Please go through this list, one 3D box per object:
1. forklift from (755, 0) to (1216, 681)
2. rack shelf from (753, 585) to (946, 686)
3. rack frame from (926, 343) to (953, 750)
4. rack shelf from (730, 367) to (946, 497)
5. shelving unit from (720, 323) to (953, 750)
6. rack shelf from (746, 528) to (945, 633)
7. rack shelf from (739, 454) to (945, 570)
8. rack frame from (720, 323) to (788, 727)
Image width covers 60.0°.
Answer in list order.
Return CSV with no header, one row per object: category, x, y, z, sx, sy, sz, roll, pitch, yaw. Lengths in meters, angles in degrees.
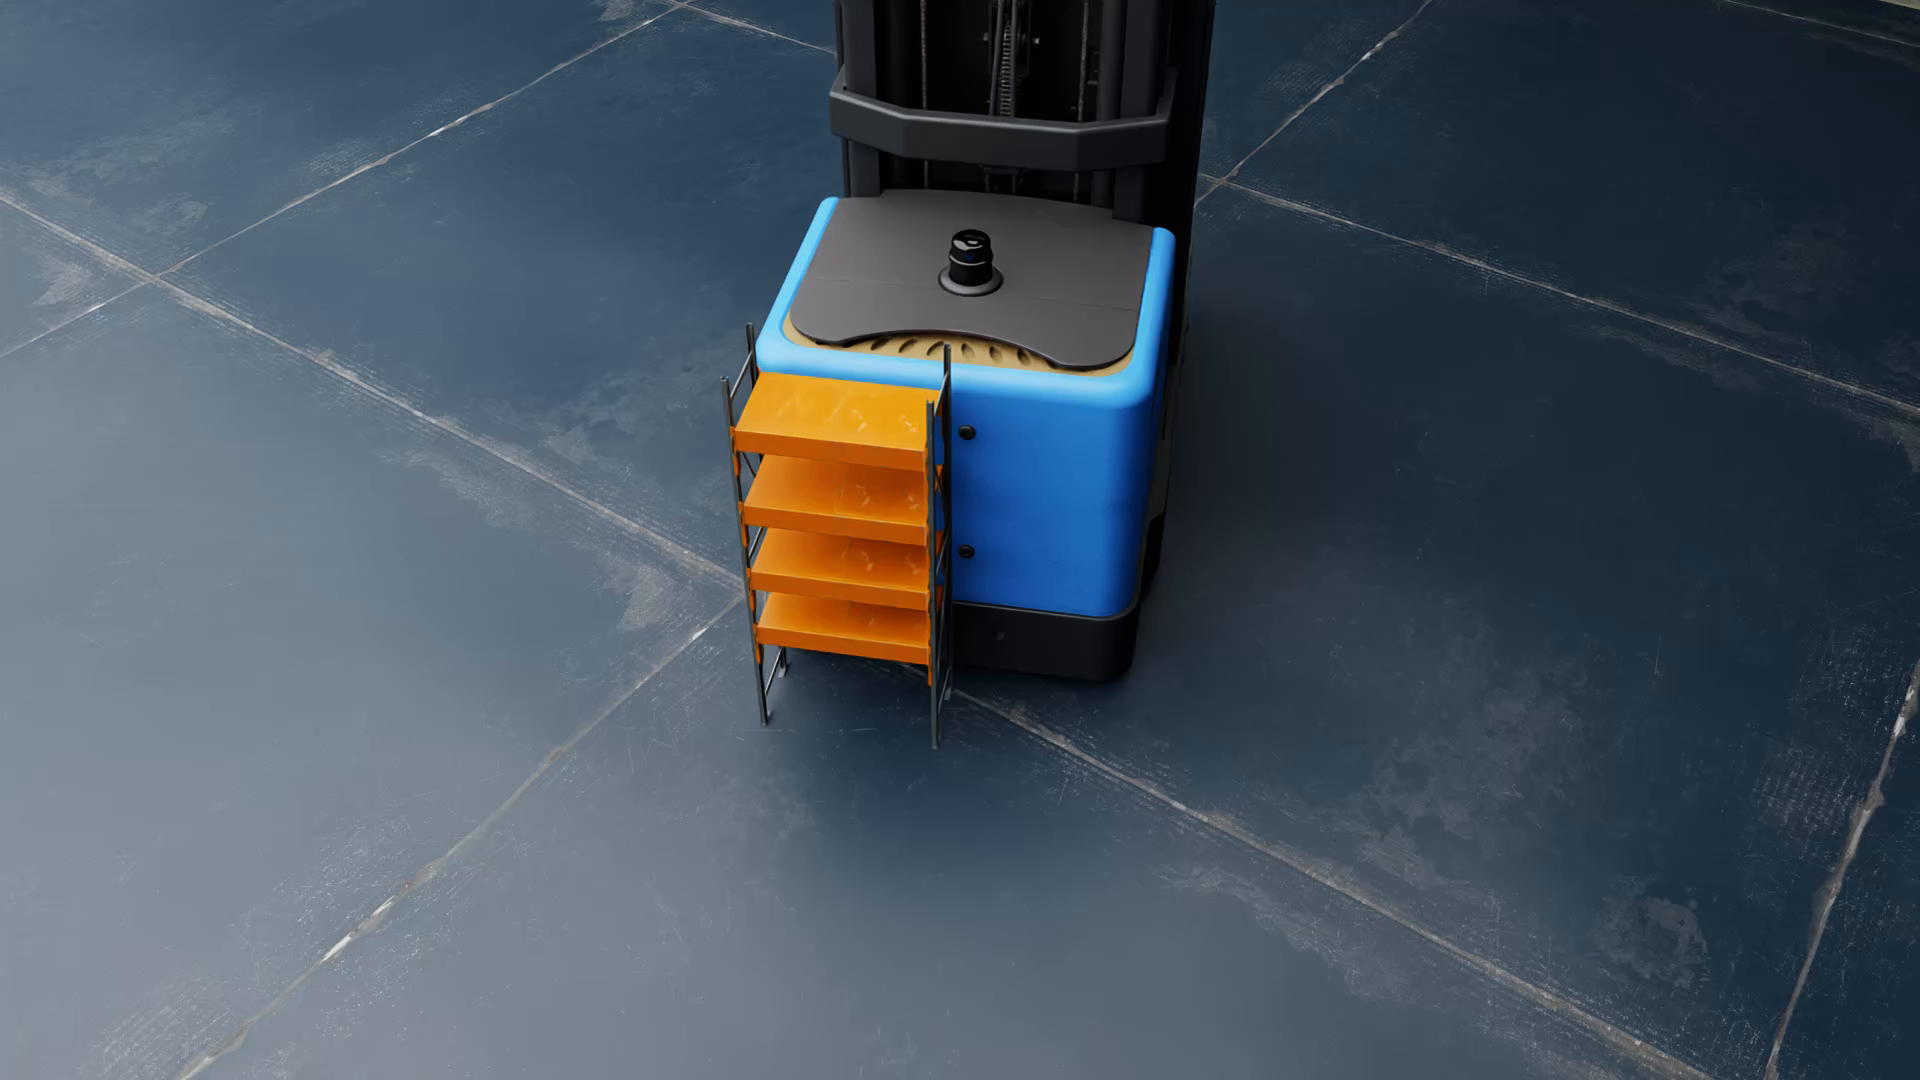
forklift,0.224,-1.684,4.934,1.130,2.935,3.031,7,42,7
rack shelf,-0.290,0.224,4.498,0.480,0.148,0.258,7,42,7
rack frame,-0.049,0.055,4.289,0.015,1.200,0.240,7,42,7
rack shelf,-0.290,-0.266,4.058,0.480,0.148,0.258,7,42,7
shelving unit,-0.290,0.026,4.321,0.503,1.200,0.258,7,42,7
rack shelf,-0.290,0.076,4.365,0.480,0.148,0.258,7,42,7
rack shelf,-0.290,-0.090,4.216,0.480,0.148,0.258,7,42,7
rack frame,-0.530,-0.002,4.352,0.015,1.200,0.240,7,42,7
